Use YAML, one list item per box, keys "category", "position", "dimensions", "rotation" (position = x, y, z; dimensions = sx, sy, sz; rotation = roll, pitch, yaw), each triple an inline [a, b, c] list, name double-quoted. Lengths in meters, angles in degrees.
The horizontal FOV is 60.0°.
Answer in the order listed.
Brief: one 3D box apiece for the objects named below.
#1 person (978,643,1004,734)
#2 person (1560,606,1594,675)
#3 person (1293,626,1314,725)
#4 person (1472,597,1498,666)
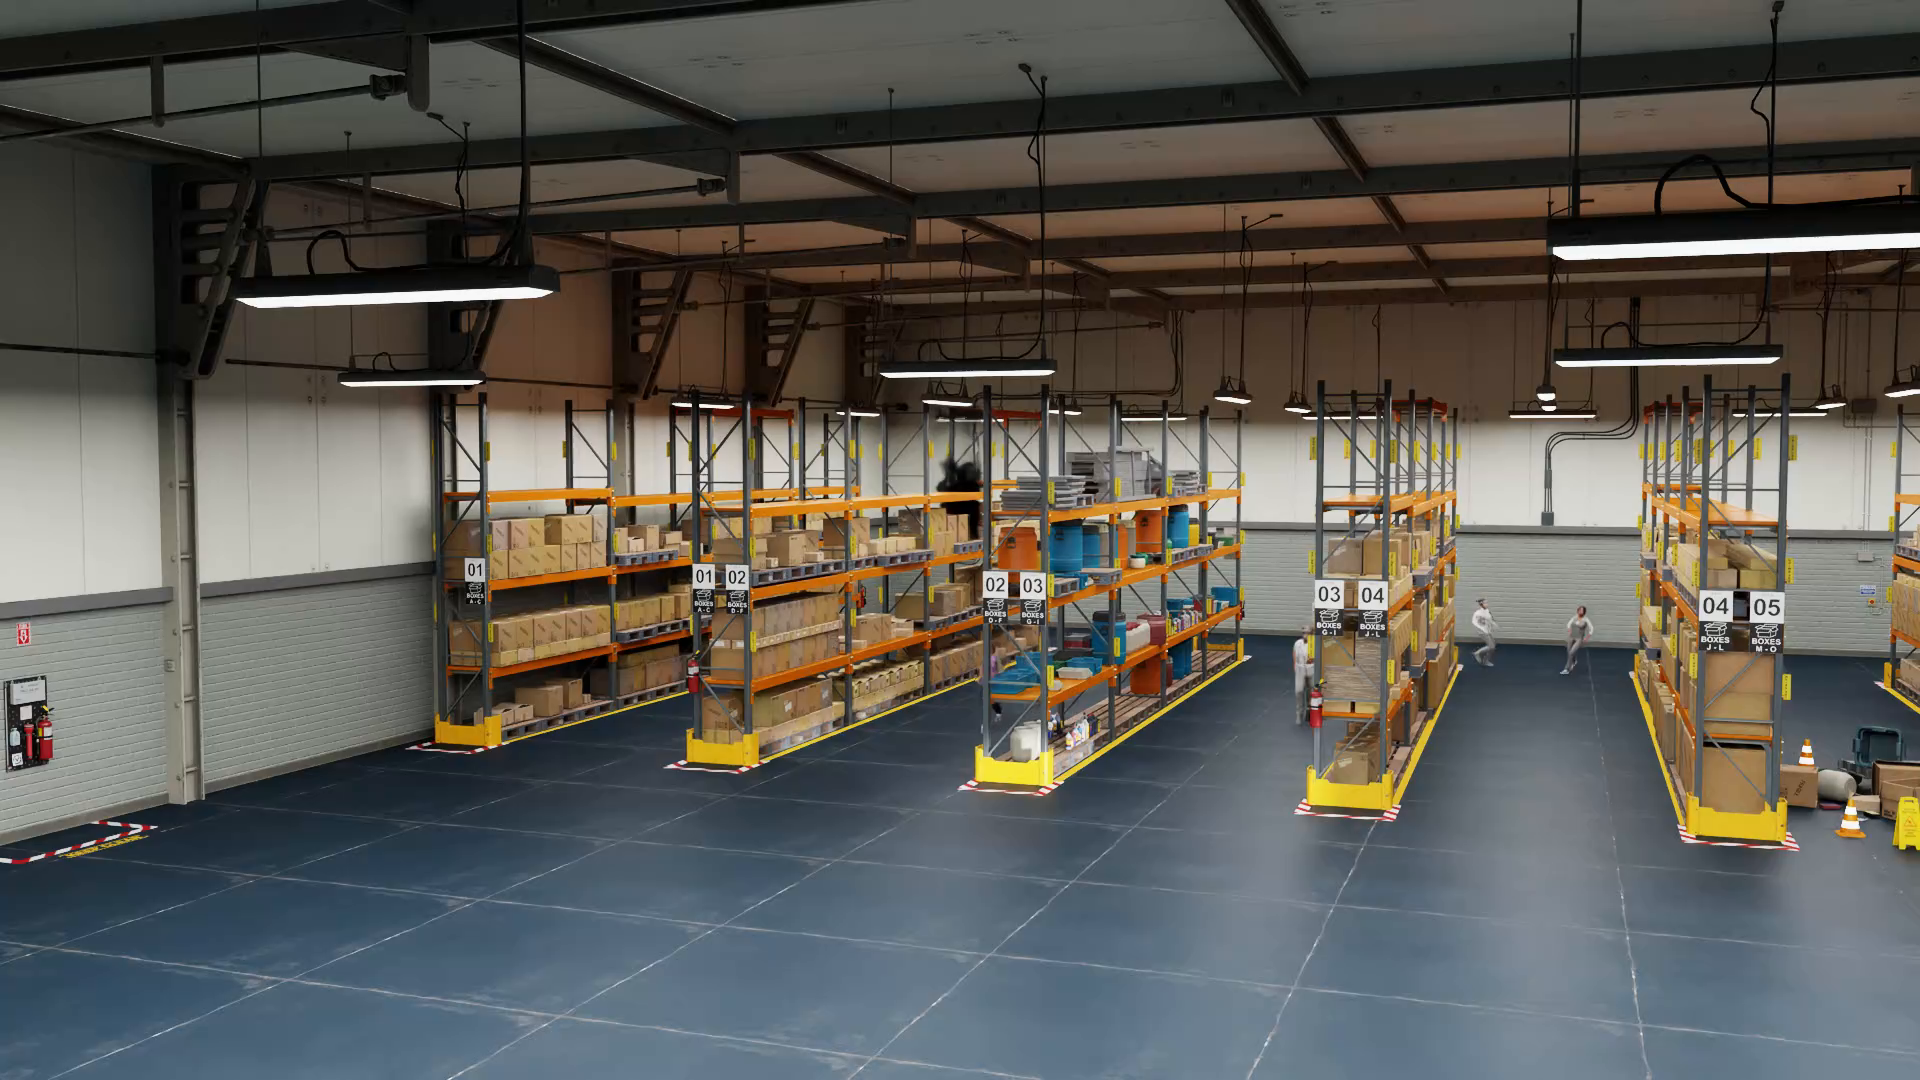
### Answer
- category: "person"
  position: [0.541, 2.625, 29.822]
  dimensions: [0.541, 1.598, 0.839]
  rotation: [1, 3, 21]
- category: "person"
  position: [13.866, 2.243, 37.295]
  dimensions: [0.636, 1.546, 0.679]
  rotation: [3, 4, 42]
- category: "person"
  position: [6.477, 2.486, 30.871]
  dimensions: [0.625, 1.828, 1.085]
  rotation: [1, 3, 16]
- category: "person"
  position: [12.246, 2.137, 38.788]
  dimensions: [0.522, 1.624, 0.622]
  rotation: [3, 4, 42]
